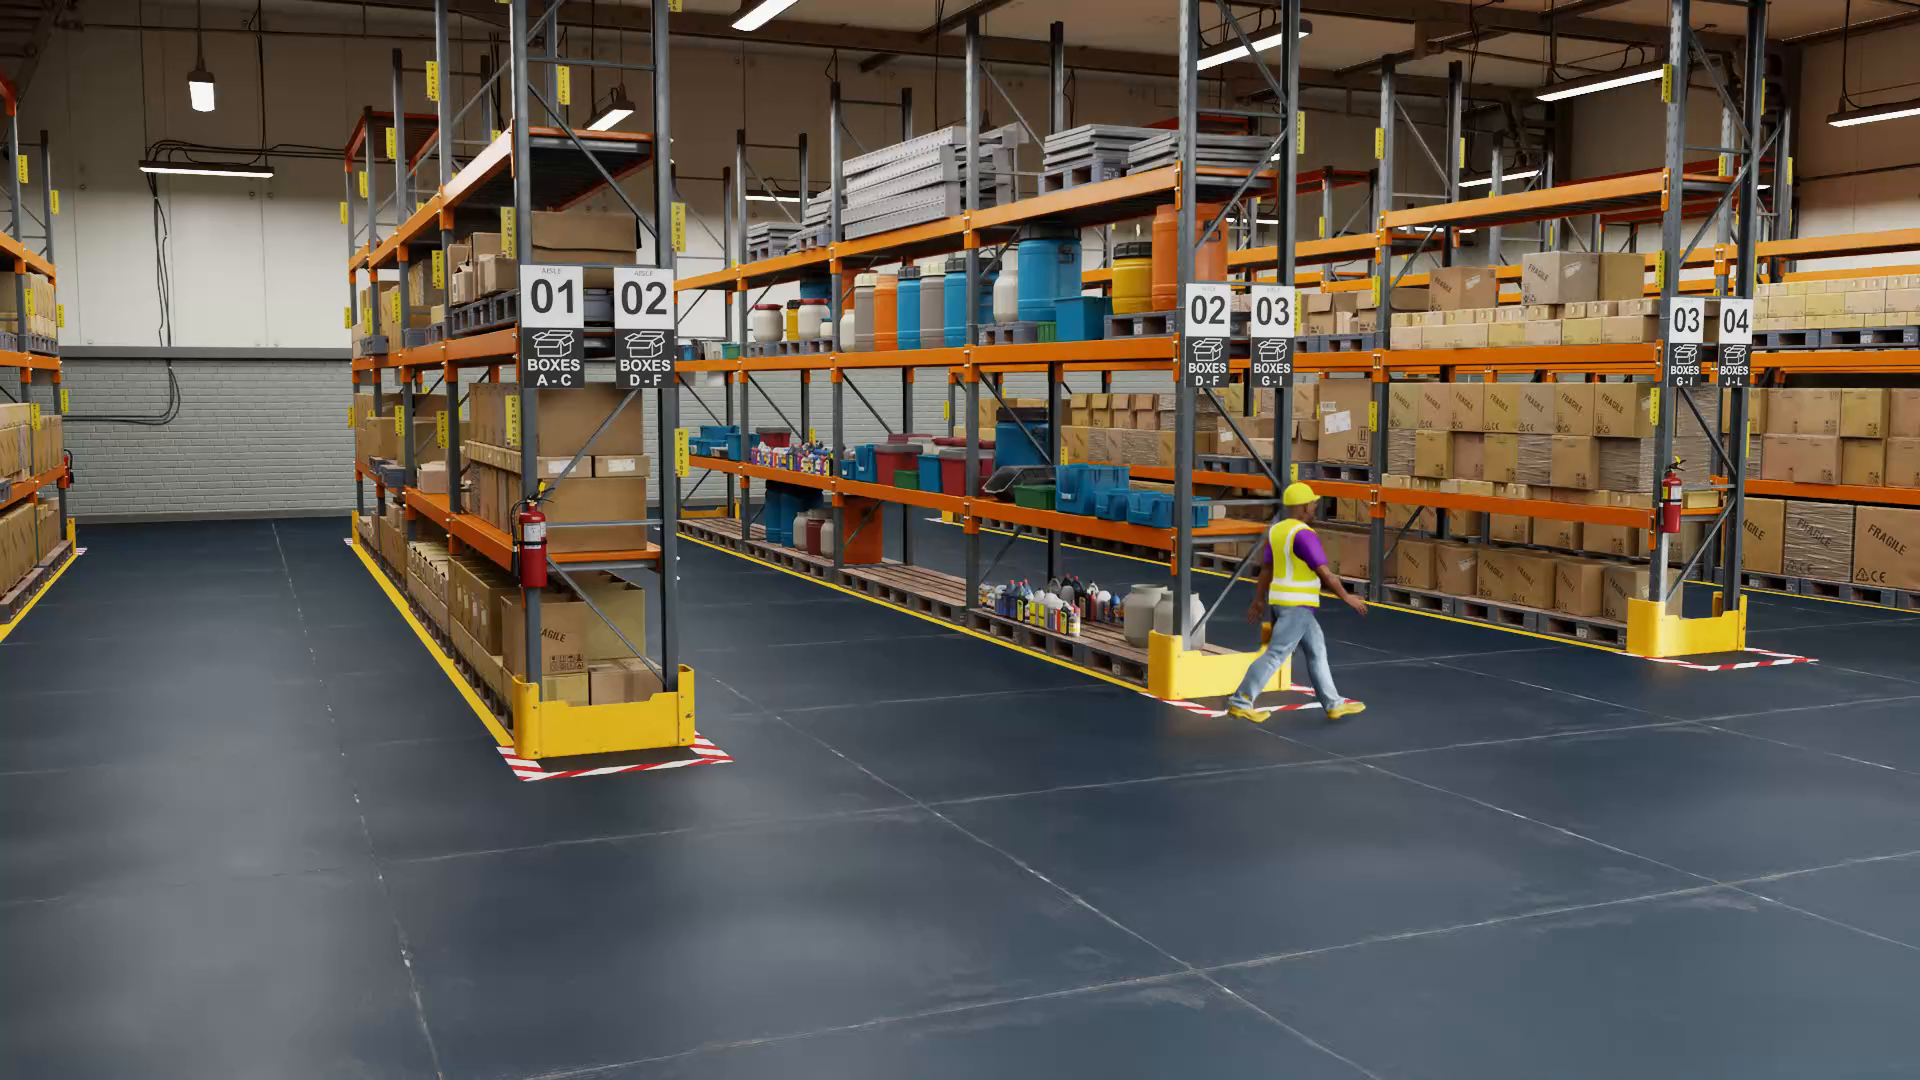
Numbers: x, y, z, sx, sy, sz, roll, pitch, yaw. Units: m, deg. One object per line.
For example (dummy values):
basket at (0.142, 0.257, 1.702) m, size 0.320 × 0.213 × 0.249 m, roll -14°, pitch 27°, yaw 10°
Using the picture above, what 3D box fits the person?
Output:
person at (2.421, 0.453, 11.831) m, size 1.113 × 1.715 × 0.655 m, roll -1°, pitch 5°, yaw -11°
